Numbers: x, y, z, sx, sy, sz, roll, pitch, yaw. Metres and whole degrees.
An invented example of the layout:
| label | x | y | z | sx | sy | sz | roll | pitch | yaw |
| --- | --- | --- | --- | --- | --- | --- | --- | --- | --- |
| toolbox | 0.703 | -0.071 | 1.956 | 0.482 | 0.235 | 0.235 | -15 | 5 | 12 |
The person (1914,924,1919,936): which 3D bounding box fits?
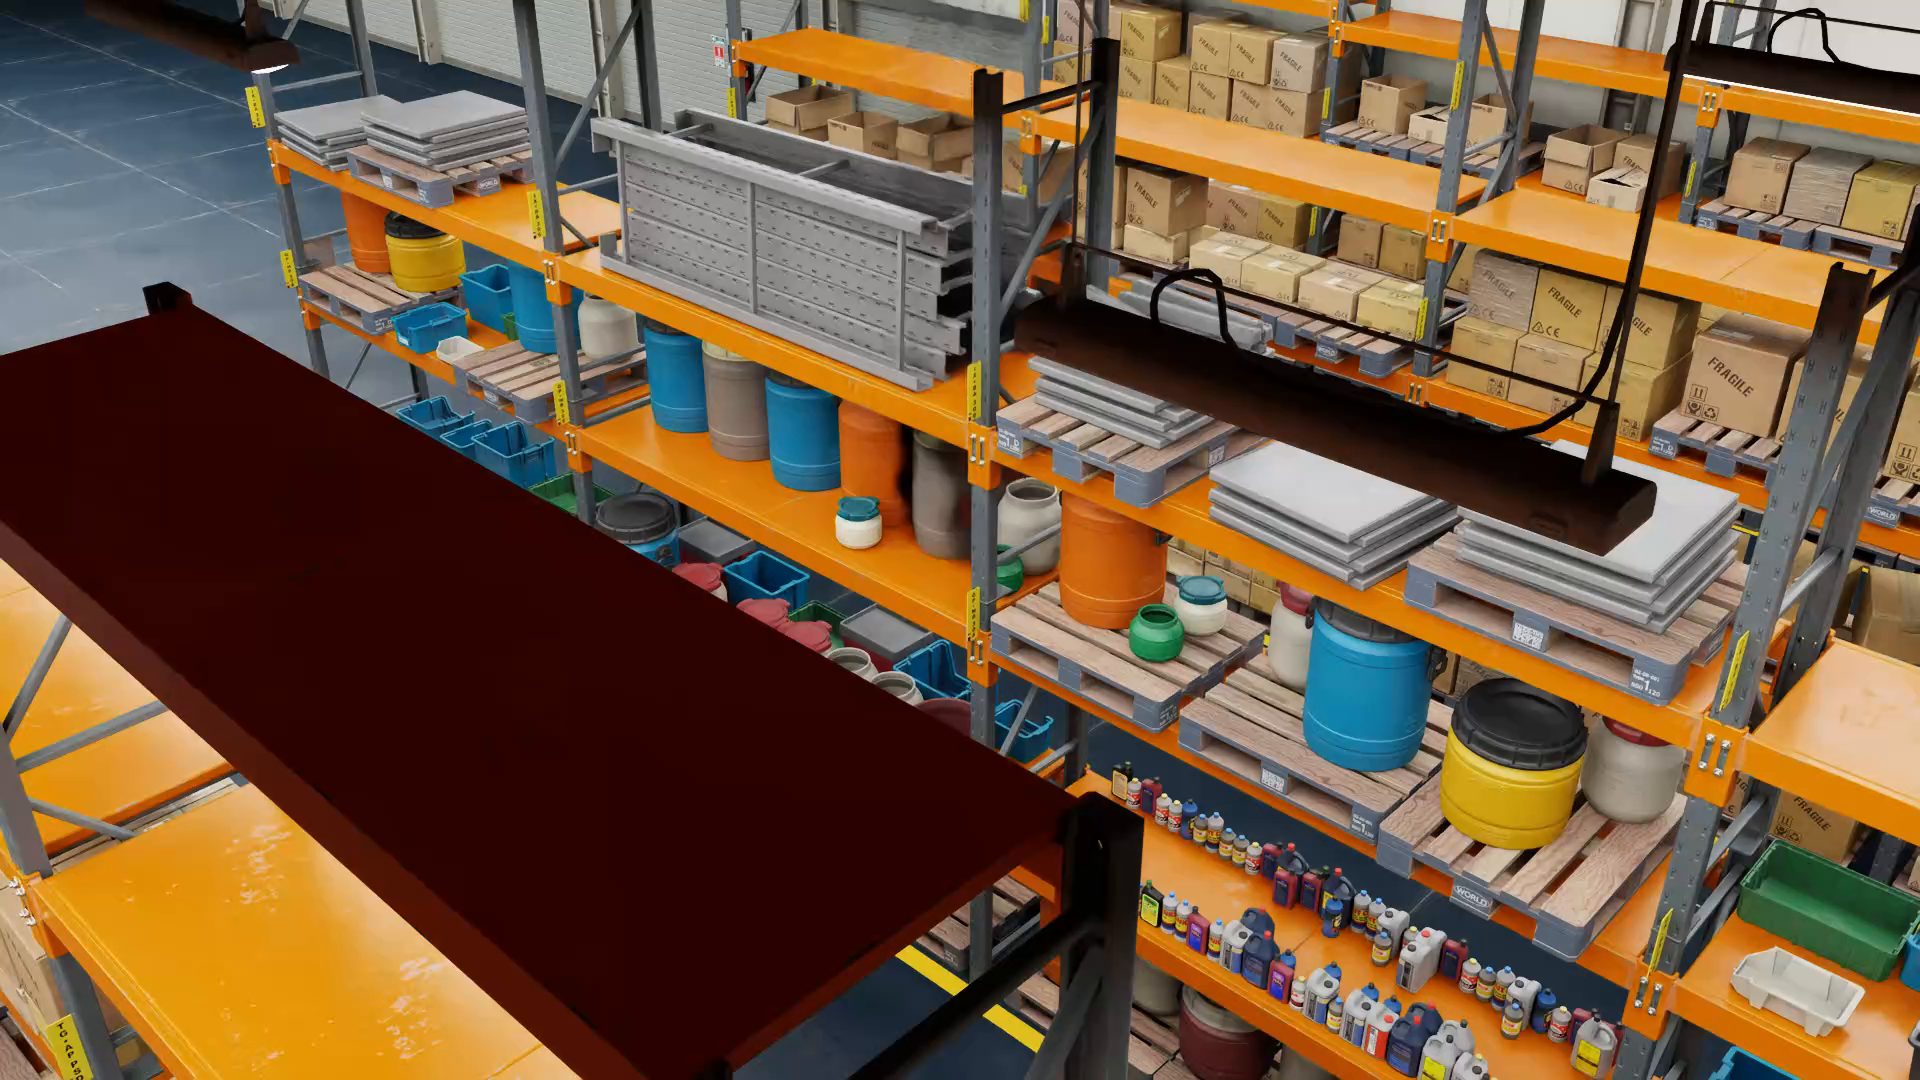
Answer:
| label | x | y | z | sx | sy | sz | roll | pitch | yaw |
| --- | --- | --- | --- | --- | --- | --- | --- | --- | --- |
| person | 5.670 | 2.580 | 9.891 | 0.532 | 1.726 | 0.640 | 15 | 33 | 25 |
